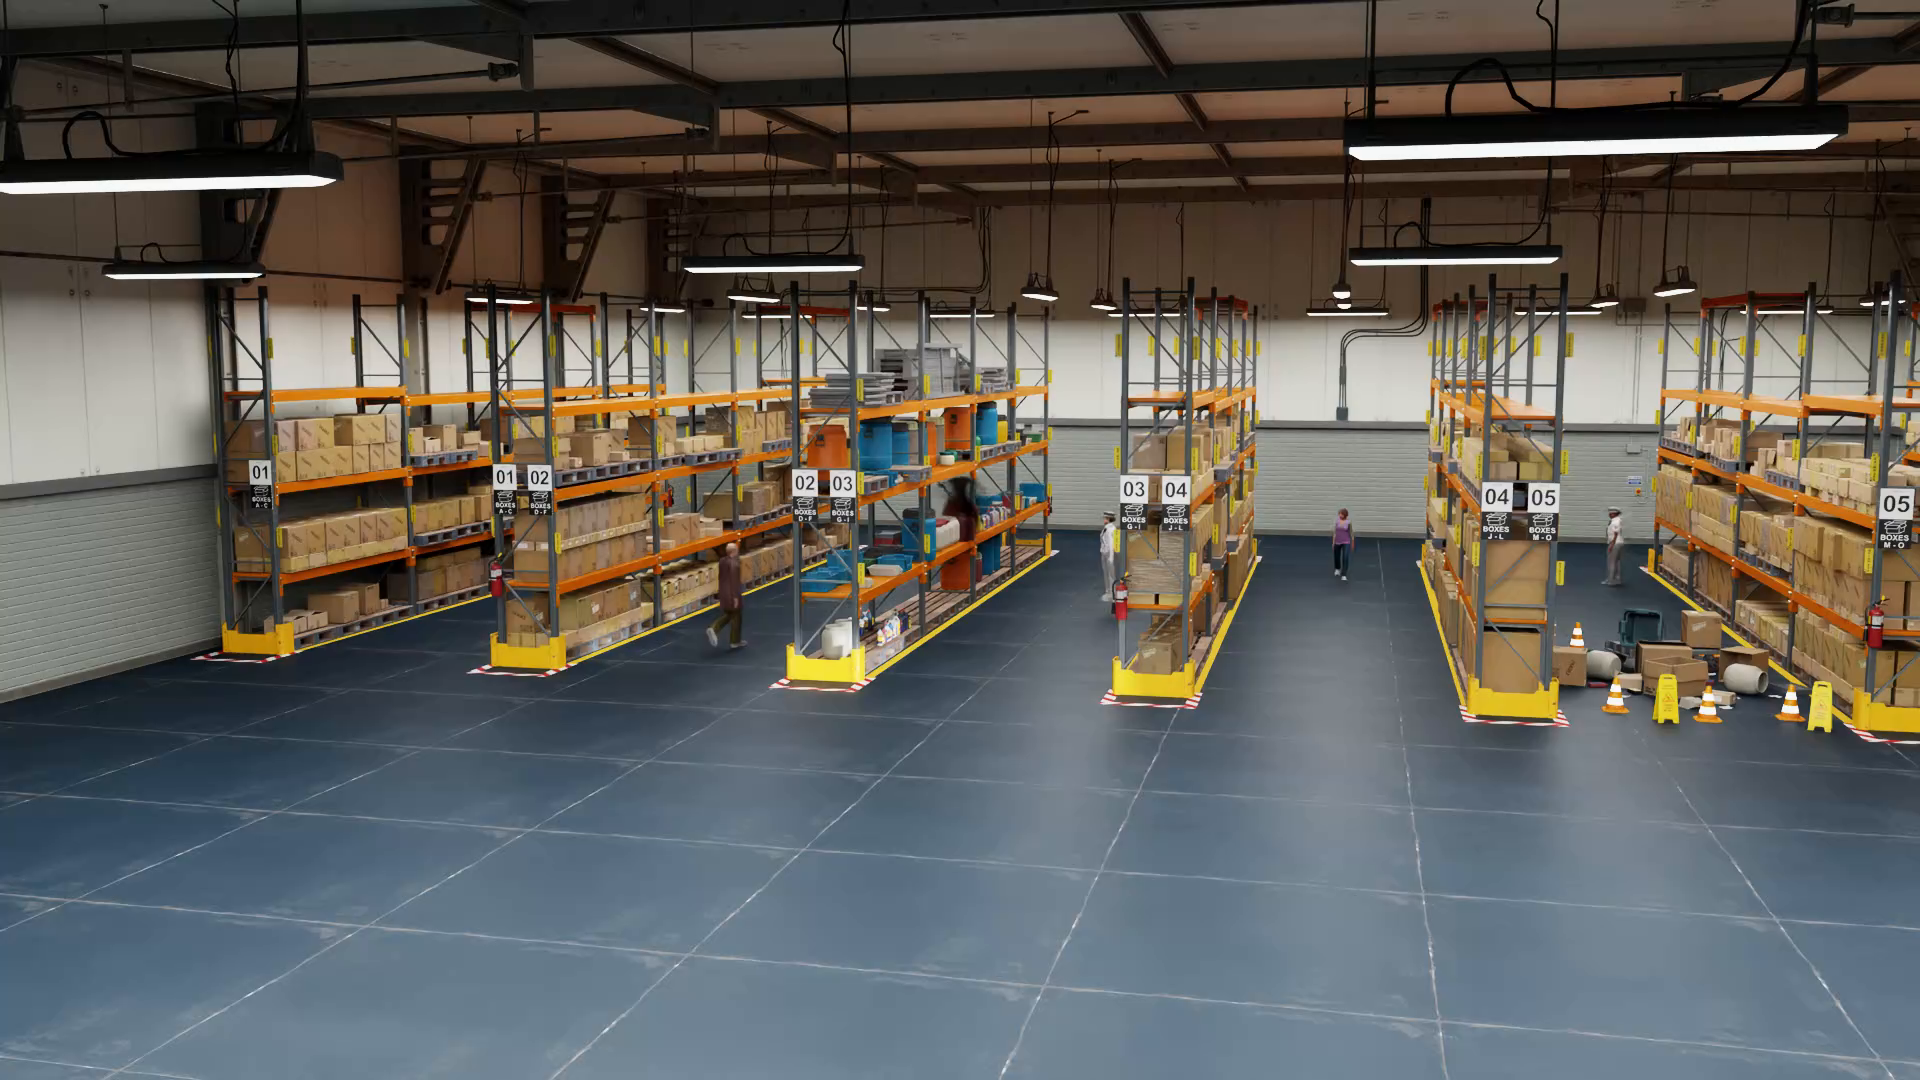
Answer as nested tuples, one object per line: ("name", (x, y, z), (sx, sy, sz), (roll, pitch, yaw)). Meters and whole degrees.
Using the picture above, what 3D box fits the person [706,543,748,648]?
("person", (-3.892, 0.927, 27.767), (0.779, 1.765, 0.586), (-6, 9, -44))

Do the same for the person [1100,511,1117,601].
("person", (2.774, 0.292, 31.285), (0.392, 1.670, 0.491), (-3, 7, -23))

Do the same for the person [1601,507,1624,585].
("person", (13.888, 0.136, 35.341), (0.396, 1.669, 0.527), (5, 8, 39))

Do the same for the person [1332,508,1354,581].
("person", (8.318, 0.078, 36.073), (0.456, 1.559, 0.783), (2, 7, 15))
